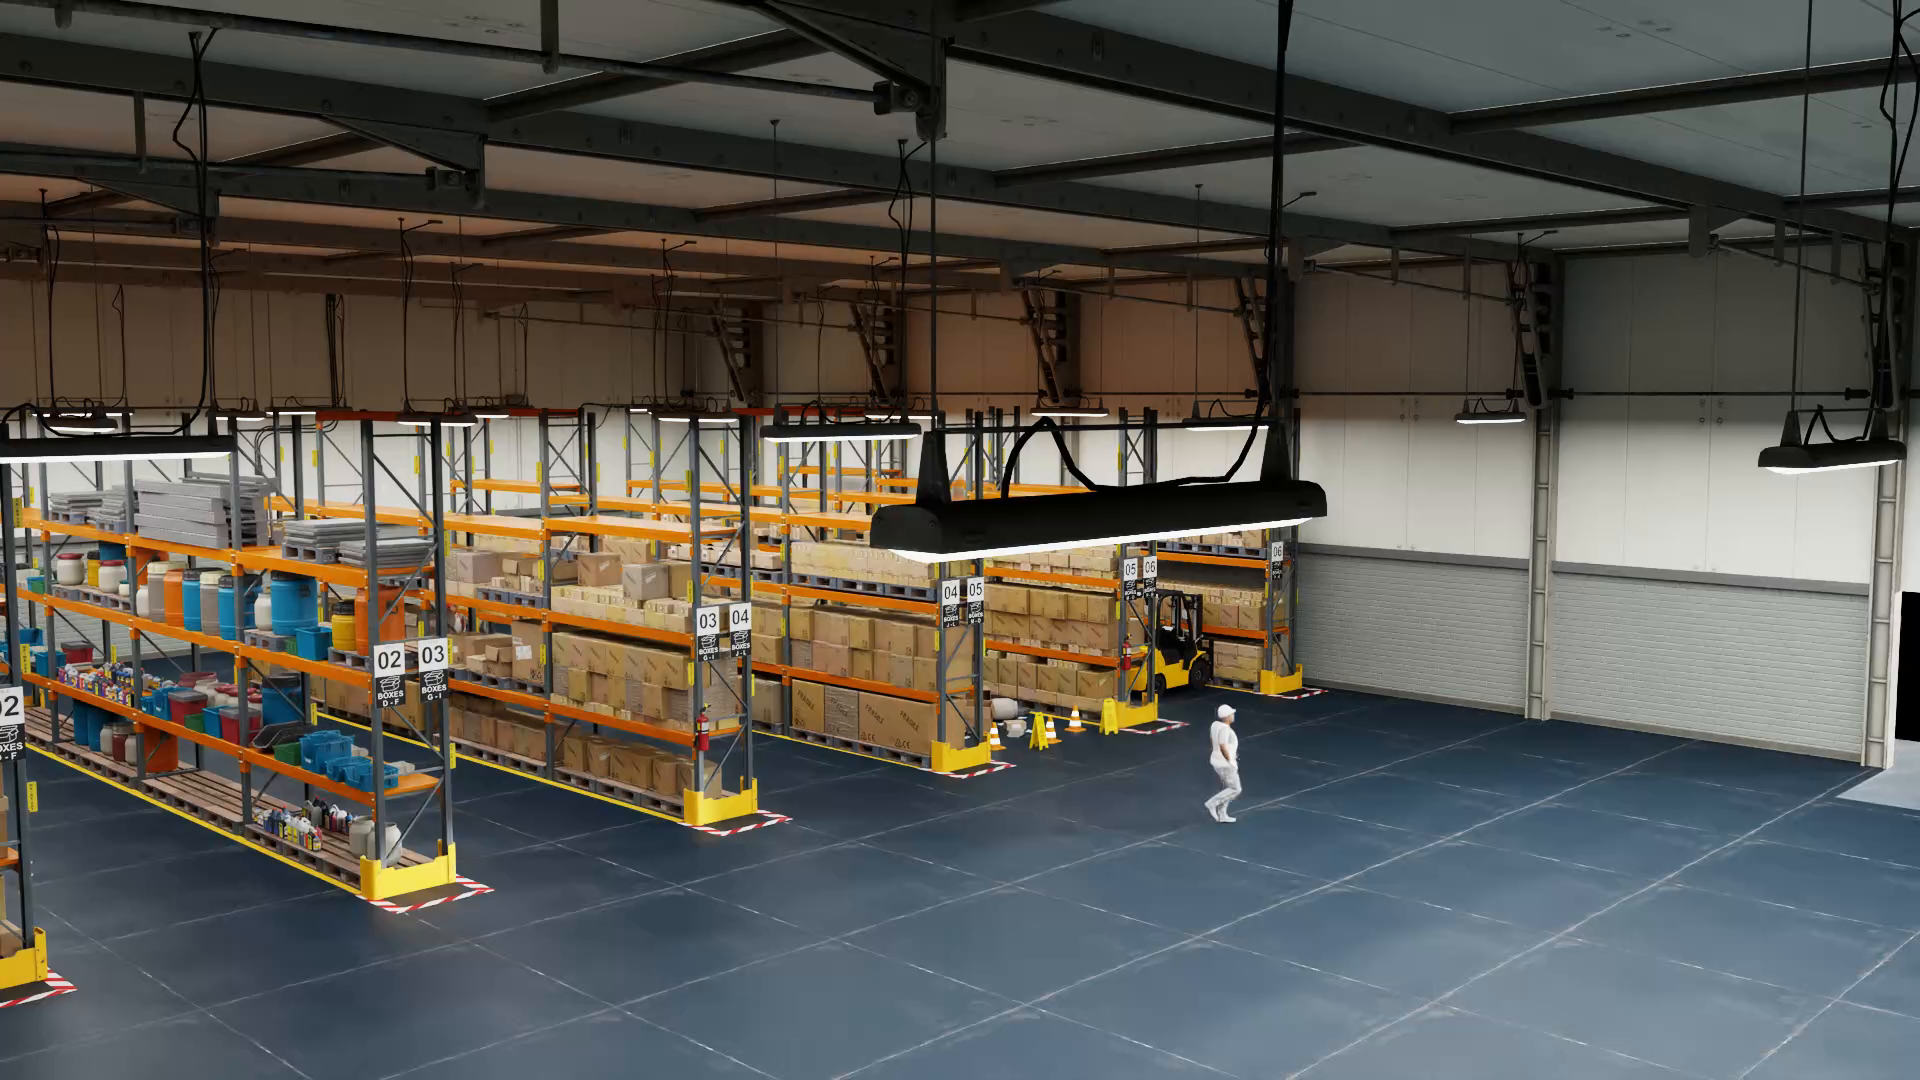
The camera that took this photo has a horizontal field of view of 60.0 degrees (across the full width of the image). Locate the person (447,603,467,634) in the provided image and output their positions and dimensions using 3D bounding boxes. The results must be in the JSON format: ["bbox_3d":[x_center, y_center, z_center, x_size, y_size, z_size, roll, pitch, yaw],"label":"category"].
[{"bbox_3d":[-11.064,2.214,36.390,0.679,1.757,0.863,-4,6,-36],"label":"person"}]

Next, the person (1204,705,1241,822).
[{"bbox_3d":[3.855,3.295,24.500,0.591,1.749,0.699,-1,5,-10],"label":"person"}]

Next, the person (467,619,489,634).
[{"bbox_3d":[-11.787,1.847,40.525,1.011,1.752,0.762,0,5,1],"label":"person"}]
